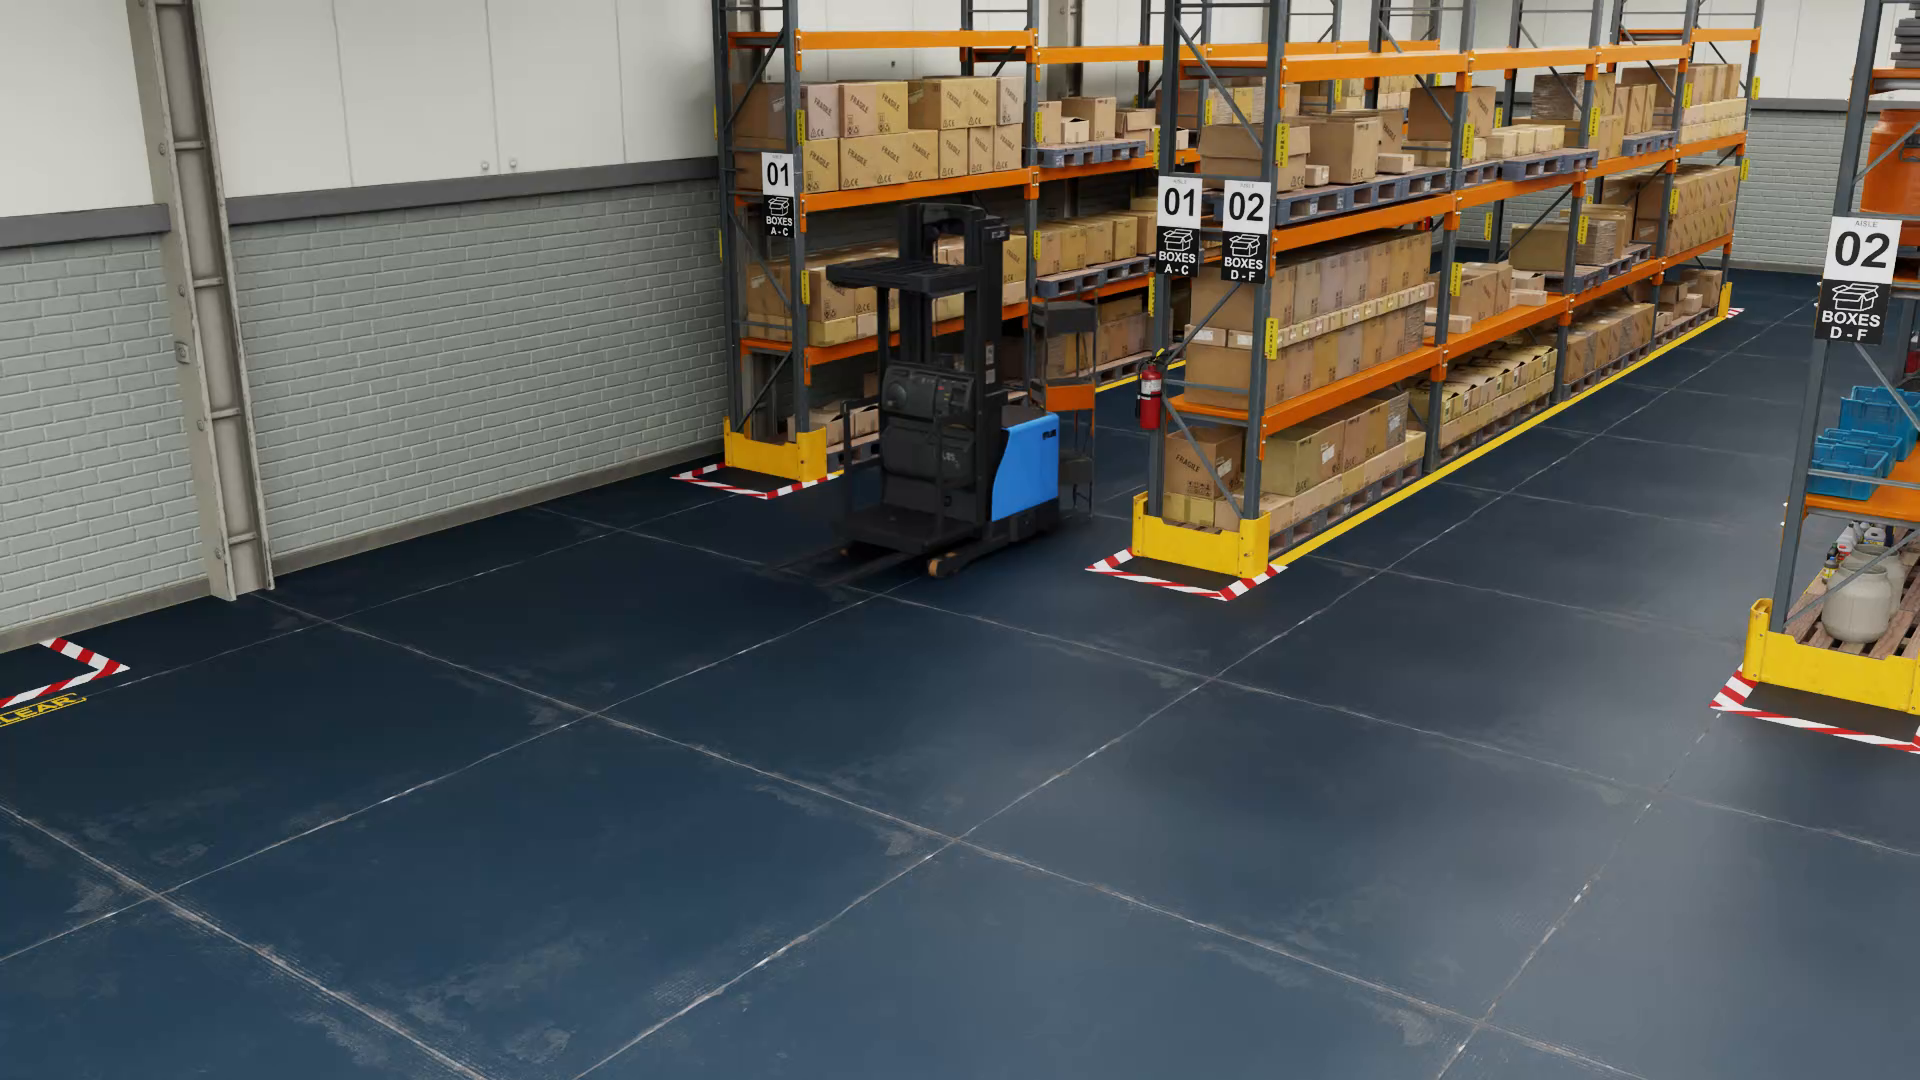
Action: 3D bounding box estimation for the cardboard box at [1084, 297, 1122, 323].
[{"bbox_3d":[1.750,-2.981,21.495,0.500,0.250,0.500,12,21,34],"label":"cardboard box"}]

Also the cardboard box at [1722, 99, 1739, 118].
[{"bbox_3d":[11.178,-6.380,24.582,0.500,0.250,0.500,12,21,35],"label":"cardboard box"}]

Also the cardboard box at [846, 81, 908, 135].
[{"bbox_3d":[-0.877,-4.381,16.848,0.500,0.500,0.500,13,22,36],"label":"cardboard box"}]

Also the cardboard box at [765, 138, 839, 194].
[{"bbox_3d":[-1.537,-3.656,16.198,0.500,0.500,0.500,13,22,36],"label":"cardboard box"}]

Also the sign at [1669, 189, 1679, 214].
[{"bbox_3d":[9.641,-4.570,22.449,0.100,0.325,0.005,12,21,35],"label":"sign"}]

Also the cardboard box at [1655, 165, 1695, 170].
[{"bbox_3d":[10.795,-5.407,25.243,0.500,0.500,0.500,13,21,35],"label":"cardboard box"}]

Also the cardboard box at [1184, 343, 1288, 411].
[{"bbox_3d":[2.332,-1.413,14.066,0.700,0.500,0.500,12,21,35],"label":"cardboard box"}]

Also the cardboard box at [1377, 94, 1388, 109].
[{"bbox_3d":[6.451,-6.958,26.410,0.500,0.250,0.500,12,21,33],"label":"cardboard box"}]

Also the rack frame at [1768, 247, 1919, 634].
[{"bbox_3d":[6.019,-0.380,10.909,1.000,3.000,0.127,12,21,35],"label":"rack frame"}]

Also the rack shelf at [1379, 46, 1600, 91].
[{"bbox_3d":[5.619,-5.015,17.608,1.077,0.370,4.000,12,21,35],"label":"rack shelf"}]

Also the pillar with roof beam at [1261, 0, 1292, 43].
[{"bbox_3d":[8.393,-7.412,23.440,9.100,9.000,0.400,12,21,35],"label":"pillar with roof beam"}]

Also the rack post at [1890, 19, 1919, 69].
[{"bbox_3d":[6.572,-3.164,10.600,0.937,0.300,0.954,15,23,40],"label":"rack post"}]

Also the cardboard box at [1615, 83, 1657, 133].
[{"bbox_3d":[8.834,-5.736,22.053,0.600,0.600,0.600,10,20,30],"label":"cardboard box"}]

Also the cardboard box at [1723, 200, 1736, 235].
[{"bbox_3d":[11.529,-4.960,25.489,0.500,0.500,0.500,13,22,36],"label":"cardboard box"}]

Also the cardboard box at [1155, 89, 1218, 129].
[{"bbox_3d":[3.067,-5.850,22.555,0.700,0.500,0.500,11,20,30],"label":"cardboard box"}]

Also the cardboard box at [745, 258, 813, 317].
[{"bbox_3d":[-1.827,-2.576,16.937,0.500,0.500,0.500,12,21,34],"label":"cardboard box"}]

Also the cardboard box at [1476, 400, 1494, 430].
[{"bbox_3d":[5.478,-1.394,18.102,0.500,0.250,0.500,12,21,33],"label":"cardboard box"}]

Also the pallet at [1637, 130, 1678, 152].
[{"bbox_3d":[8.749,-5.314,22.057,1.213,0.211,1.003,12,21,35],"label":"pallet"}]

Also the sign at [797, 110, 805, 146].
[{"bbox_3d":[-1.501,-3.884,15.663,0.100,0.325,0.005,12,21,35],"label":"sign"}]

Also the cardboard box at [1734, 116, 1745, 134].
[{"bbox_3d":[11.482,-6.259,25.035,0.500,0.250,0.500,12,21,35],"label":"cardboard box"}]

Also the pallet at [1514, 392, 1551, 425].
[{"bbox_3d":[6.288,-1.640,19.670,1.003,0.211,1.213,12,21,35],"label":"pallet"}]

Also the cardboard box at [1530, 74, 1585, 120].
[{"bbox_3d":[7.075,-5.222,19.589,0.500,0.500,0.500,12,21,35],"label":"cardboard box"}]

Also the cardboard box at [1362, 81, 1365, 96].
[{"bbox_3d":[6.164,-7.200,25.924,0.500,0.500,0.500,12,21,34],"label":"cardboard box"}]

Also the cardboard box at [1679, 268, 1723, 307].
[{"bbox_3d":[11.451,-3.910,25.750,0.500,0.500,0.500,12,21,35],"label":"cardboard box"}]

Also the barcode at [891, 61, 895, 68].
[{"bbox_3d":[-0.727,-5.168,18.066,0.001,0.075,0.075,12,21,35],"label":"barcode"}]

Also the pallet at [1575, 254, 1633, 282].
[{"bbox_3d":[7.965,-3.534,21.389,1.003,0.211,1.213,12,21,35],"label":"pallet"}]

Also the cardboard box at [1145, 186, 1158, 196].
[{"bbox_3d":[2.892,-4.747,23.004,0.500,0.250,0.500,13,22,36],"label":"cardboard box"}]

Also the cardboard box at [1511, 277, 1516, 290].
[{"bbox_3d":[6.122,-2.940,19.303,0.500,0.311,0.500,12,21,34],"label":"cardboard box"}]

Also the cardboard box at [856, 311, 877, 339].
[{"bbox_3d":[-1.093,-2.255,17.165,0.500,0.250,0.500,12,21,33],"label":"cardboard box"}]

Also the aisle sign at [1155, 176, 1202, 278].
[{"bbox_3d":[1.768,-2.534,13.461,0.394,0.787,0.004,12,21,35],"label":"aisle sign"}]

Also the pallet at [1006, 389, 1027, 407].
[{"bbox_3d":[0.075,-1.585,19.492,1.003,0.211,1.213,12,21,35],"label":"pallet"}]

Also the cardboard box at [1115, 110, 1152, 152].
[{"bbox_3d":[1.983,-5.235,21.277,0.797,0.503,0.637,16,24,42],"label":"cardboard box"}]

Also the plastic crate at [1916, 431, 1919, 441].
[{"bbox_3d":[7.367,-0.958,13.127,0.450,0.188,0.662,12,21,35],"label":"plastic crate"}]

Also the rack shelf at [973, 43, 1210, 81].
[{"bbox_3d":[1.638,-5.890,20.424,1.077,0.370,4.000,12,21,35],"label":"rack shelf"}]

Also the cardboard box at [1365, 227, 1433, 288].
[{"bbox_3d":[4.168,-2.769,16.247,0.700,0.500,0.500,13,21,35],"label":"cardboard box"}]

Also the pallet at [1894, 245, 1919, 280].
[{"bbox_3d":[6.591,-1.902,11.071,1.003,0.211,1.213,12,21,35],"label":"pallet"}]

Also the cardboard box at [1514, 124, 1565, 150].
[{"bbox_3d":[6.585,-4.605,19.001,0.500,0.250,0.500,11,20,31],"label":"cardboard box"}]

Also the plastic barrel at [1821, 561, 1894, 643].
[{"bbox_3d":[6.350,0.438,11.764,0.421,0.512,0.421,0,17,0],"label":"plastic barrel"}]

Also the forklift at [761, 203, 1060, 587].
[{"bbox_3d":[-0.401,-1.246,13.814,1.130,2.935,3.031,13,21,36],"label":"forklift"}]

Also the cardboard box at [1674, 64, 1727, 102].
[{"bbox_3d":[10.706,-6.657,24.211,0.700,0.500,0.500,12,21,35],"label":"cardboard box"}]

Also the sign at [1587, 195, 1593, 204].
[{"bbox_3d":[8.753,-4.622,23.108,0.100,0.325,0.005,12,21,35],"label":"sign"}]

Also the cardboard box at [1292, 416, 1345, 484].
[{"bbox_3d":[3.126,-0.831,15.025,0.500,0.500,0.500,12,21,35],"label":"cardboard box"}]

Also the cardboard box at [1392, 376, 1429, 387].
[{"bbox_3d":[4.743,-1.636,17.937,0.500,0.311,0.500,13,22,36],"label":"cardboard box"}]

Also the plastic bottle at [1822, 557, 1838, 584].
[{"bbox_3d":[6.762,0.232,12.916,0.097,0.201,0.097,0,17,0],"label":"plastic bottle"}]

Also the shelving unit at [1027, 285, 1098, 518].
[{"bbox_3d":[0.923,-1.241,15.199,0.503,2.100,0.431,-6,18,-20],"label":"shelving unit"}]

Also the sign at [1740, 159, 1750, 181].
[{"bbox_3d":[12.011,-5.668,25.452,0.100,0.325,0.005,12,21,35],"label":"sign"}]

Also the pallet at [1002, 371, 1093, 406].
[{"bbox_3d":[0.909,-1.937,20.626,1.003,0.211,1.213,12,21,35],"label":"pallet"}]

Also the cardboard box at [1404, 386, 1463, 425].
[{"bbox_3d":[4.873,-1.418,17.236,0.500,0.311,0.500,13,21,35],"label":"cardboard box"}]

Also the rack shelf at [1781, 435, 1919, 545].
[{"bbox_3d":[7.211,-0.513,12.549,1.077,0.370,4.000,12,21,35],"label":"rack shelf"}]

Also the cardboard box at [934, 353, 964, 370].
[{"bbox_3d":[-0.140,-1.845,19.101,0.500,0.500,0.500,11,20,31],"label":"cardboard box"}]

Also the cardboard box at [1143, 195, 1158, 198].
[{"bbox_3d":[2.648,-4.516,22.224,0.380,0.149,0.250,9,20,28],"label":"cardboard box"}]

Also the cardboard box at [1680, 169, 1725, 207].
[{"bbox_3d":[10.927,-5.193,24.553,0.500,0.500,0.500,13,22,36],"label":"cardboard box"}]

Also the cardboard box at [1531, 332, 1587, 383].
[{"bbox_3d":[7.311,-2.236,20.358,0.500,0.500,0.500,14,22,37],"label":"cardboard box"}]

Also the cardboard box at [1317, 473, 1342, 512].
[{"bbox_3d":[3.135,-0.470,15.129,0.500,0.250,0.500,12,21,35],"label":"cardboard box"}]

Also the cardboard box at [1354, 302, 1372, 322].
[{"bbox_3d":[3.523,-2.098,15.178,0.380,0.149,0.250,13,22,36],"label":"cardboard box"}]

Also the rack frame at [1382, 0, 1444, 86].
[{"bbox_3d":[7.596,-8.806,27.928,1.000,3.000,0.127,12,21,35],"label":"rack frame"}]
